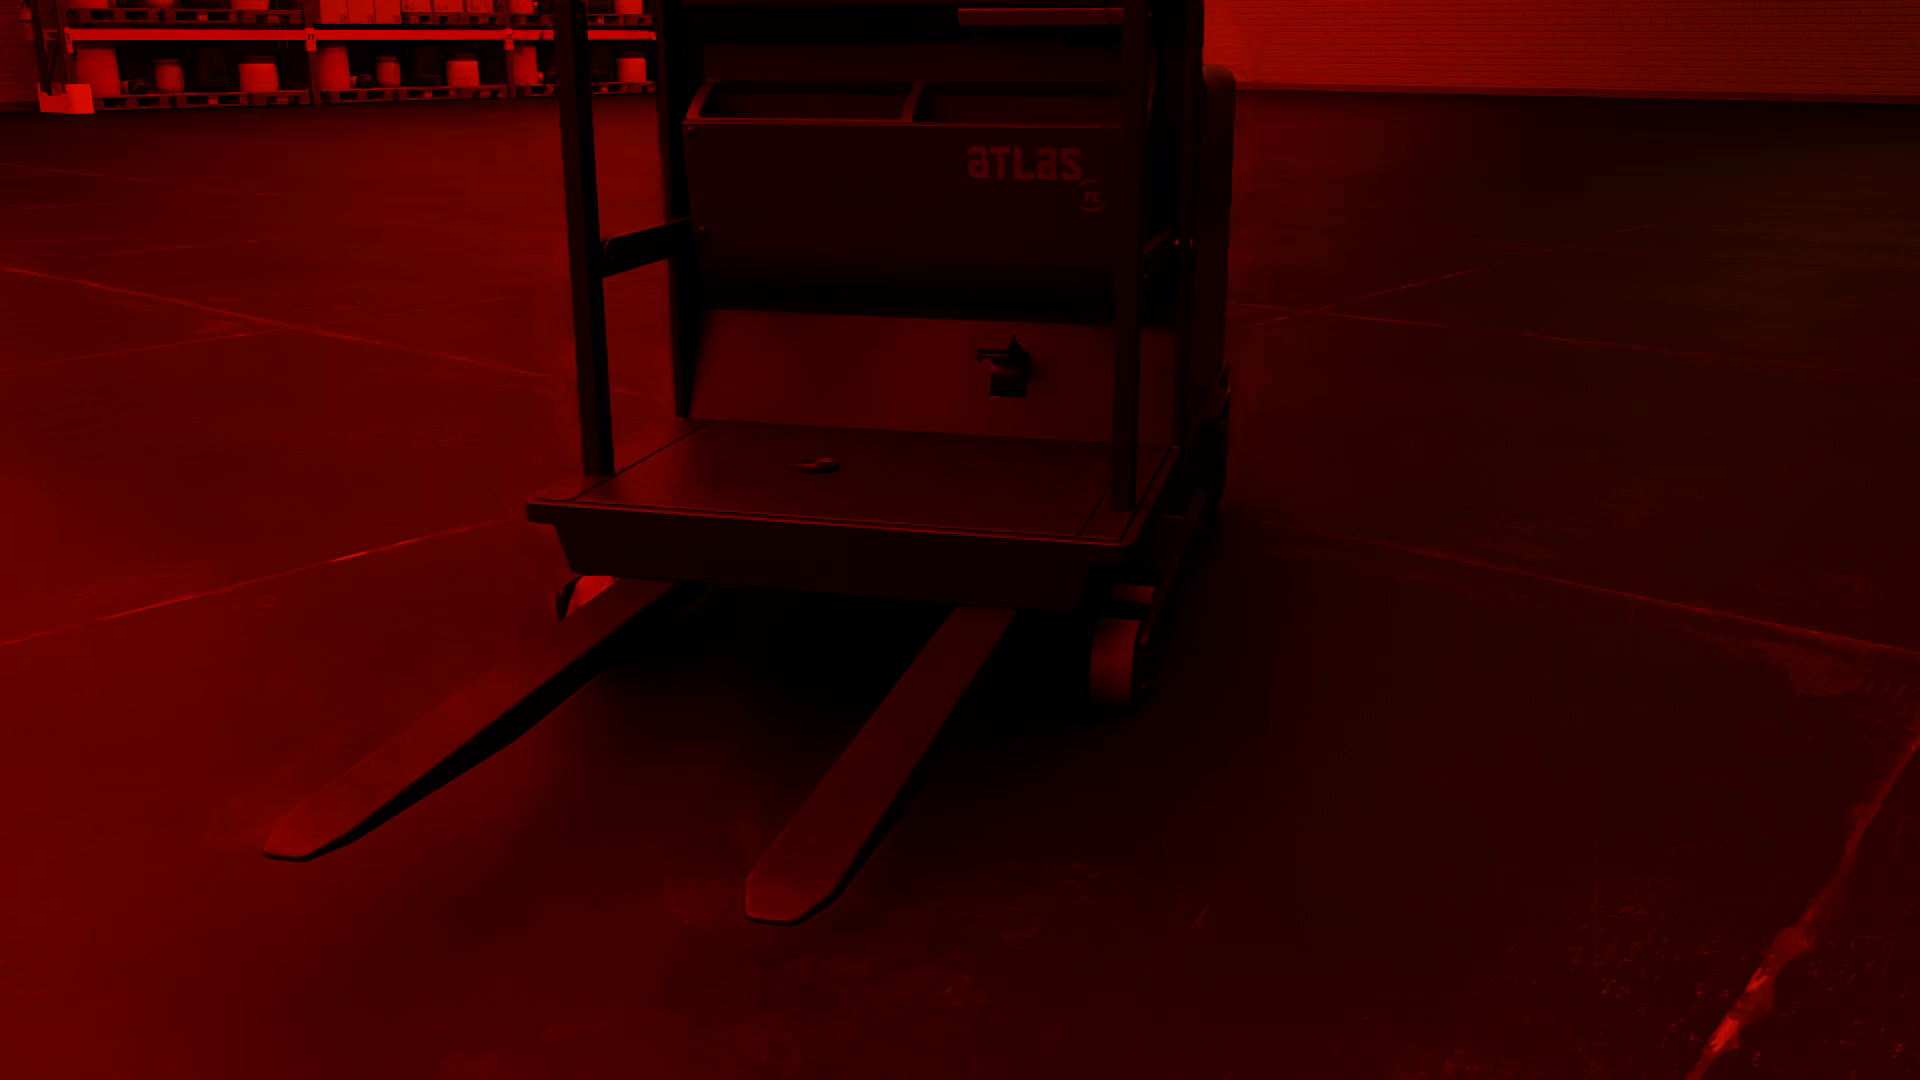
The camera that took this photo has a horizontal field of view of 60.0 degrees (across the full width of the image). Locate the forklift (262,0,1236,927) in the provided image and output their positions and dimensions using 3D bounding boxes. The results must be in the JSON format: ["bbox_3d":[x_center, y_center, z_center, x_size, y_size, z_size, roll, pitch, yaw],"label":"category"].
[{"bbox_3d":[-0.134,-1.224,2.927,1.130,2.935,3.031,4,17,13],"label":"forklift"}]
